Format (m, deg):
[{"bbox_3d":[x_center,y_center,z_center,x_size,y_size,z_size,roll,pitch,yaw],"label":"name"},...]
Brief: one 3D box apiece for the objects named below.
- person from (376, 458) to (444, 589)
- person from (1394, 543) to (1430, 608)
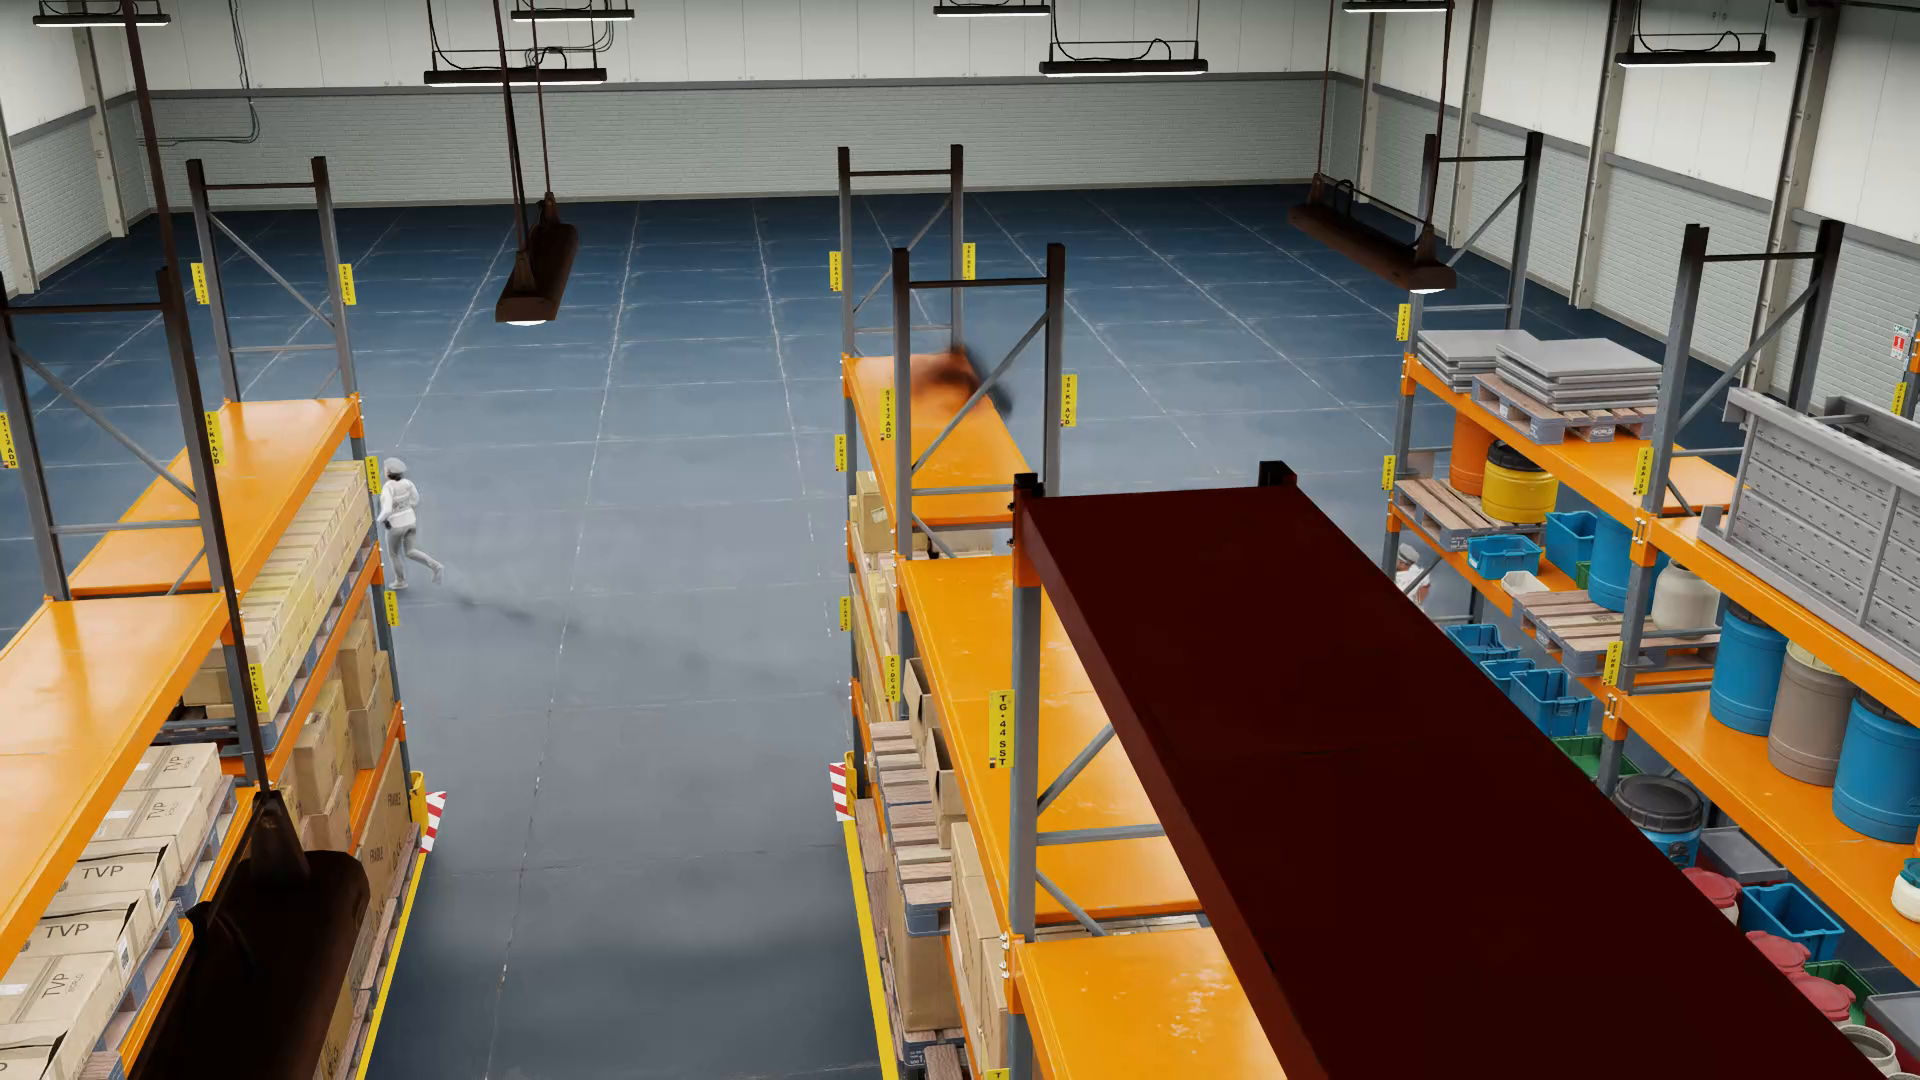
[{"bbox_3d":[-6.617,-0.147,19.790,0.781,1.688,0.624,11,24,26],"label":"person"},{"bbox_3d":[4.492,0.820,17.236,0.584,1.723,0.679,10,24,24],"label":"person"}]
